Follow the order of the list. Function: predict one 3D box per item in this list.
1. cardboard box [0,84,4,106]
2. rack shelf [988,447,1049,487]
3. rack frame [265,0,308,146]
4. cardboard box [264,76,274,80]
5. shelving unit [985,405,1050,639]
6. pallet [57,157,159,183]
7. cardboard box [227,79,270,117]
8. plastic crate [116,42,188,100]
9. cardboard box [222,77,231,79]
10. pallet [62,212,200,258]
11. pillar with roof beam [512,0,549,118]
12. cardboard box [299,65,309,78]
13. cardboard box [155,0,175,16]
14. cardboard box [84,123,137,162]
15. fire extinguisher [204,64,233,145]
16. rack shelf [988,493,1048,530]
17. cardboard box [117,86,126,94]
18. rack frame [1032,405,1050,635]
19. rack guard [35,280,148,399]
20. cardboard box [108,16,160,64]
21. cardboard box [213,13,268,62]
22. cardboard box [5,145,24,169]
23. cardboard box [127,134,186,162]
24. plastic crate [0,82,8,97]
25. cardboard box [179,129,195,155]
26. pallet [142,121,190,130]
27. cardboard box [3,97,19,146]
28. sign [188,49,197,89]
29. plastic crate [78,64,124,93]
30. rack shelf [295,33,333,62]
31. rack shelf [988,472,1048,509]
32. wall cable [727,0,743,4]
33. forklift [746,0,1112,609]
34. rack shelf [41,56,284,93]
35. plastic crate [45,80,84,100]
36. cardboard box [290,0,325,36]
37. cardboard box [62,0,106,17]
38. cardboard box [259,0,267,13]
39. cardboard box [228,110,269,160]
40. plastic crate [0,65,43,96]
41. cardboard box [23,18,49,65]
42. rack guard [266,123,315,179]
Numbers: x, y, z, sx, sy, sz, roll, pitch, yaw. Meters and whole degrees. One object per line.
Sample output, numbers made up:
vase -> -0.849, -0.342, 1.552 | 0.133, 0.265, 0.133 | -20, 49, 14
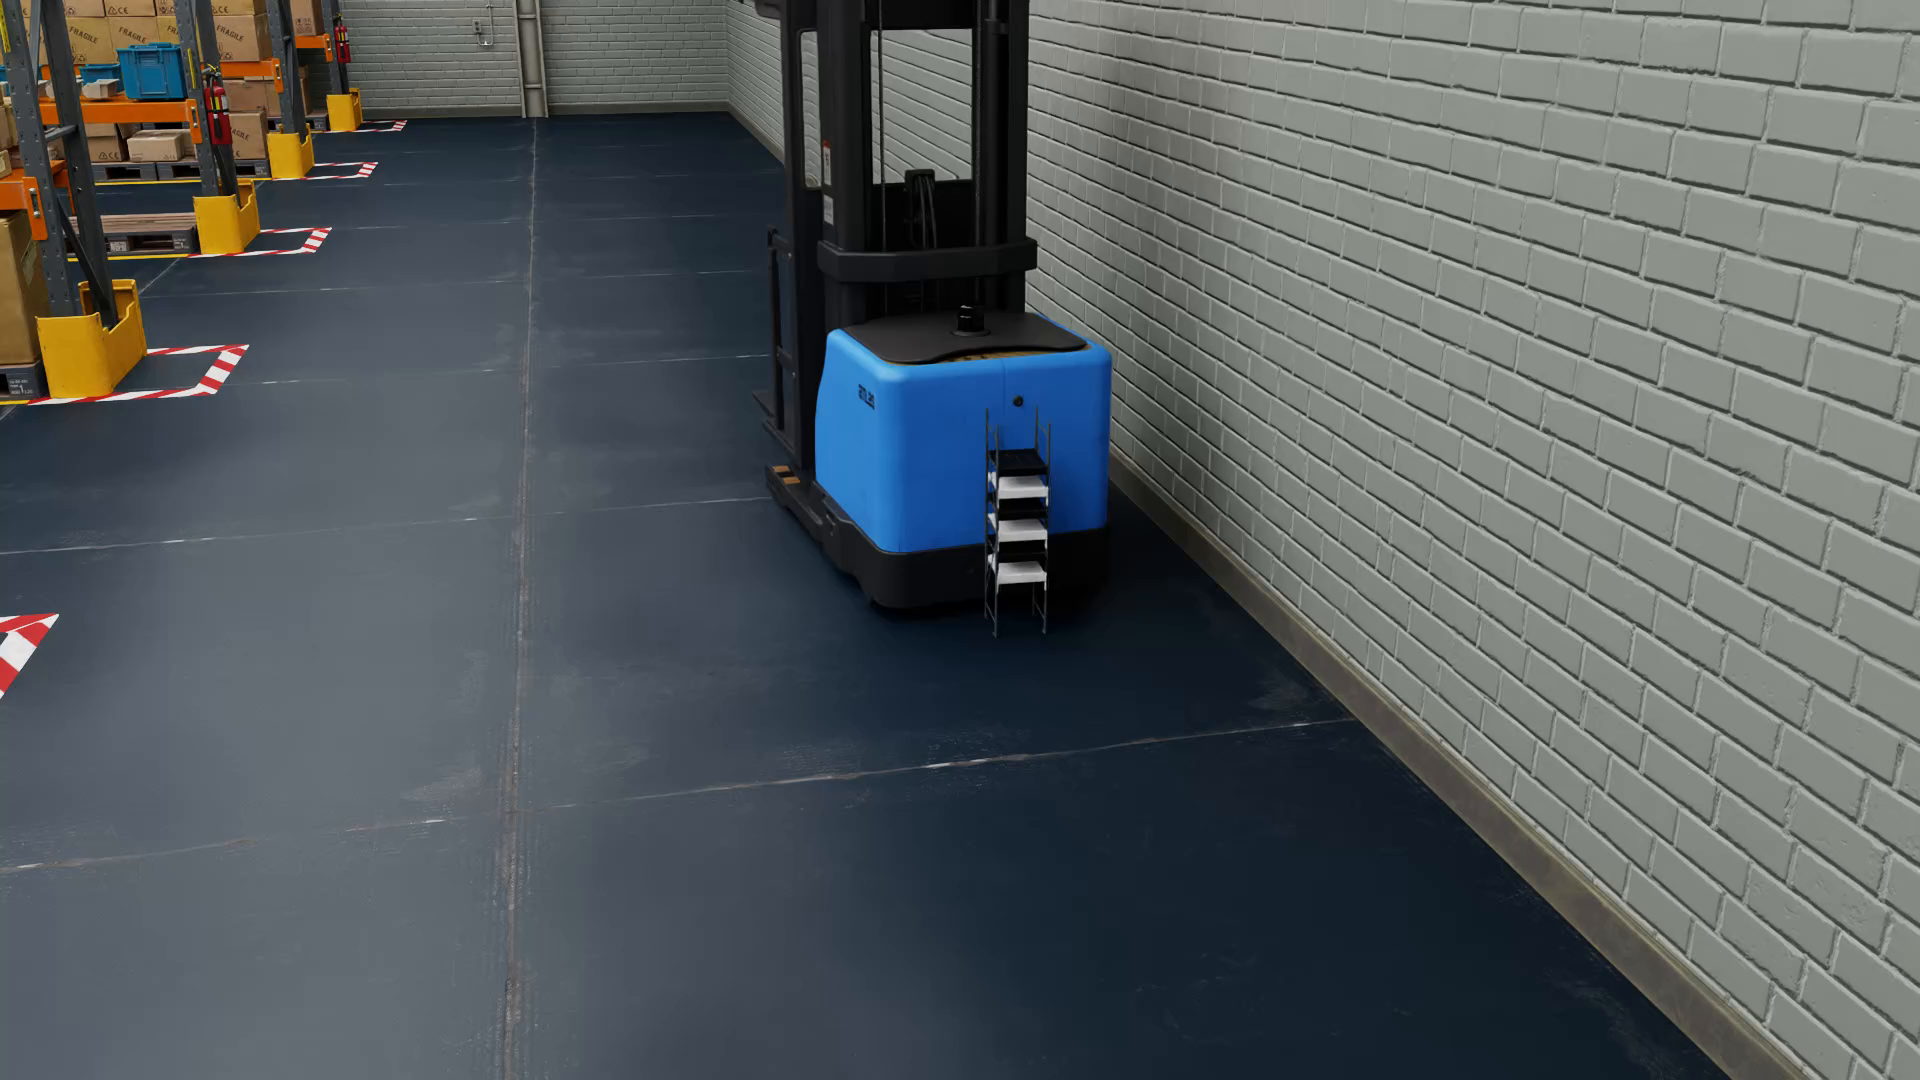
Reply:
cardboard box -> -5.975, -2.768, 9.706 | 0.500, 0.500, 0.500 | -4, 21, -12
rack shelf -> 0.227, -0.291, 6.609 | 0.200, 0.077, 0.258 | -4, 21, -9
rack frame -> -7.838, -5.790, 19.259 | 0.127, 3.000, 1.000 | -5, 21, -12
cardboard box -> -9.722, -6.616, 23.594 | 0.250, 0.149, 0.380 | -5, 21, -13
shelving unit -> 0.227, -0.070, 6.693 | 0.210, 0.900, 0.258 | -4, 21, -9
pallet -> -9.872, -4.315, 19.289 | 1.213, 0.211, 1.003 | -5, 21, -12
cardboard box -> -10.126, -6.342, 23.792 | 0.500, 0.500, 0.700 | -5, 21, -13
plastic crate -> -6.984, -4.087, 14.472 | 0.499, 0.435, 0.616 | -5, 21, -12
cardboard box -> -10.548, -6.683, 23.779 | 0.250, 0.149, 0.380 | -4, 21, -12
pallet -> -7.513, -2.770, 15.069 | 1.213, 0.211, 1.003 | -5, 21, -12
pillar with roof beam -> -5.562, -9.327, 20.193 | 0.400, 9.000, 9.100 | -5, 21, -12
cardboard box -> -9.564, -6.764, 23.998 | 0.250, 0.149, 0.380 | -5, 21, -12
cardboard box -> -8.699, -6.139, 18.612 | 0.500, 0.500, 0.500 | -4, 21, -11
cardboard box -> -9.903, -4.658, 19.159 | 0.637, 0.503, 0.797 | -5, 21, -12
fire extinguisher -> -6.450, -3.780, 14.427 | 0.183, 0.674, 0.296 | -5, 21, -12
rack shelf -> 0.227, -0.123, 6.673 | 0.200, 0.077, 0.258 | -4, 21, -9
cardboard box -> -11.633, -6.218, 23.452 | 0.500, 0.500, 0.700 | -5, 21, -13
rack frame -> 0.327, -0.076, 6.709 | 0.006, 0.900, 0.240 | -4, 21, -9
rack guard -> -5.538, -1.302, 10.641 | 0.348, 0.500, 1.175 | -5, 21, -12
cardboard box -> -9.202, -5.630, 18.678 | 0.500, 0.500, 0.500 | -4, 21, -12
cardboard box -> -8.211, -5.710, 18.896 | 0.500, 0.500, 0.500 | -4, 20, -11
cardboard box -> -5.983, -2.438, 10.474 | 0.250, 0.149, 0.380 | -4, 21, -12
cardboard box -> -9.241, -4.515, 19.136 | 0.500, 0.250, 0.500 | -5, 21, -12
plastic crate -> -8.288, -3.833, 14.212 | 0.250, 0.136, 0.298 | -5, 21, -12
cardboard box -> -8.919, -4.718, 19.690 | 0.500, 0.250, 0.500 | -5, 21, -12
pallet -> -10.926, -5.953, 23.760 | 1.213, 0.211, 1.003 | -5, 21, -12
cardboard box -> -6.091, -2.595, 10.324 | 0.500, 0.250, 0.500 | -5, 21, -14
sign -> -6.559, -4.025, 14.205 | 0.005, 0.325, 0.100 | -5, 21, -12
plastic crate -> -7.658, -4.119, 14.856 | 0.300, 0.233, 0.416 | -5, 21, -12
rack shelf -> -10.927, -6.951, 23.476 | 4.000, 0.370, 1.077 | -5, 21, -12
rack shelf -> 0.227, -0.207, 6.641 | 0.200, 0.077, 0.258 | -4, 21, -9
wall cable -> -3.395, -9.135, 24.182 | 0.112, 2.526, 3.097 | -5, 21, -12
forklift -> -0.341, -1.567, 7.830 | 1.130, 2.935, 3.031 | -7, 21, -19
rack shelf -> -9.784, -5.294, 18.951 | 4.000, 0.370, 1.077 | -5, 21, -12
plastic crate -> -7.739, -3.892, 14.376 | 0.243, 0.136, 0.396 | -5, 21, -12
cardboard box -> -9.475, -7.545, 23.614 | 0.700, 0.700, 0.980 | -4, 20, -10
cardboard box -> -9.702, -6.055, 18.385 | 0.500, 0.500, 0.500 | -4, 20, -11
cardboard box -> -8.330, -6.359, 19.215 | 0.500, 0.500, 0.500 | -4, 20, -11
cardboard box -> -8.310, -4.697, 19.271 | 0.500, 0.500, 0.500 | -5, 21, -12
plastic crate -> -8.299, -4.067, 14.713 | 0.300, 0.233, 0.416 | -5, 21, -12
cardboard box -> -10.187, -5.550, 18.458 | 0.500, 0.500, 0.500 | -5, 21, -13
rack guard -> -7.912, -4.610, 19.673 | 0.348, 0.500, 1.175 | -5, 21, -12
